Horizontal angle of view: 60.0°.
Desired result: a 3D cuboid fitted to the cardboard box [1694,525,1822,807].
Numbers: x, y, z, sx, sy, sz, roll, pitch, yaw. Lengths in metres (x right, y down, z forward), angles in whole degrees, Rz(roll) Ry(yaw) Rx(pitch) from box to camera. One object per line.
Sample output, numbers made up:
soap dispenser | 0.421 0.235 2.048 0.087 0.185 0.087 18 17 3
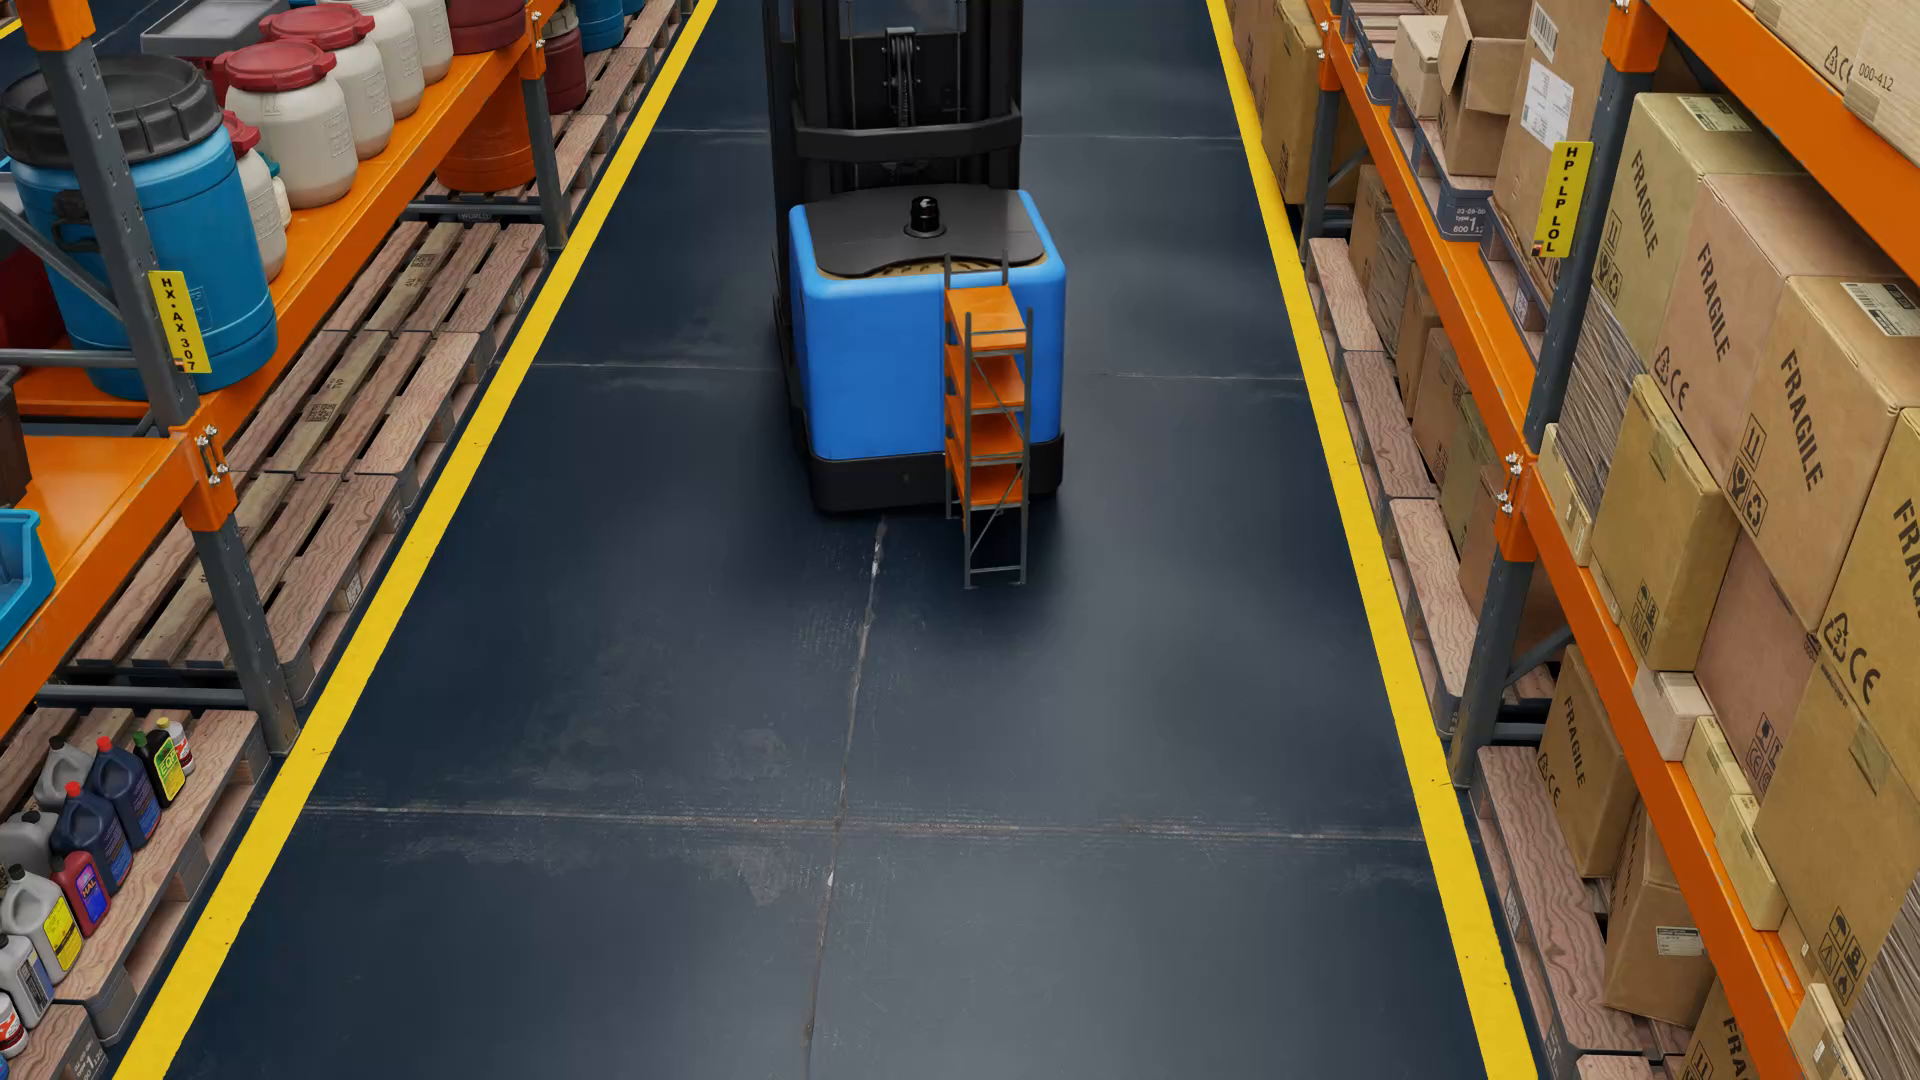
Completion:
cardboard box | 2.098 0.254 3.435 0.875 0.500 0.500 1 35 2

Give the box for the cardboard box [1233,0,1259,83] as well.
cardboard box | 2.433 -3.434 10.510 1.225 0.875 0.875 0 35 0

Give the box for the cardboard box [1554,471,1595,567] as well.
cardboard box | 1.821 -0.054 4.437 0.380 0.149 0.250 1 35 2

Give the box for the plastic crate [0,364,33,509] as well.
plastic crate | -2.944 -0.208 4.491 0.767 0.338 0.504 1 35 2

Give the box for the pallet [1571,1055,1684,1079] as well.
pallet | 2.115 1.813 3.986 1.003 0.211 1.213 1 35 2

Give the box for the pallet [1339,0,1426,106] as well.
pallet | 2.391 -2.225 7.474 1.213 0.211 1.003 1 35 2

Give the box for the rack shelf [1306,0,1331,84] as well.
rack shelf | 2.394 -3.570 9.846 1.077 0.370 4.000 1 35 2

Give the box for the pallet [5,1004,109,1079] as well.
pallet | -2.911 1.697 4.152 1.003 0.211 1.213 1 35 2

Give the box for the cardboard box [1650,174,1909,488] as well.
cardboard box | 1.862 -0.449 3.565 0.500 0.500 0.500 1 35 2

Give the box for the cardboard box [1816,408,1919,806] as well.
cardboard box | 1.832 0.126 2.747 0.500 0.500 0.500 1 35 2

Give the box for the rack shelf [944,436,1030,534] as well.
rack shelf | 0.099 -0.231 6.497 0.258 0.148 0.480 -5 35 -7

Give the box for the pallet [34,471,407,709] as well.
pallet | -2.803 0.157 6.342 1.003 0.211 1.213 1 35 2

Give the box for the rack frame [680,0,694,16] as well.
rack frame | -2.475 -5.128 11.437 1.000 3.000 0.127 1 35 2

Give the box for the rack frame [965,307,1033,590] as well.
rack frame | 0.137 -0.310 6.147 0.240 1.200 0.015 -5 35 -7

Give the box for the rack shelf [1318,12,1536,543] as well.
rack shelf | 2.233 -1.272 6.576 1.077 0.370 4.000 1 35 2

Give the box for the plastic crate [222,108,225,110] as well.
plastic crate | -3.008 -1.452 6.391 0.450 0.188 0.662 1 35 2

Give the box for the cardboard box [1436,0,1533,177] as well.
cardboard box | 2.130 -1.629 6.004 0.797 0.503 0.637 5 35 7

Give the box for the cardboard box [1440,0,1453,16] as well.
cardboard box | 2.409 -2.294 6.953 0.700 0.500 0.500 6 36 9

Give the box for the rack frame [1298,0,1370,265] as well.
rack frame | 2.313 -2.715 8.005 1.000 3.000 0.127 1 35 2

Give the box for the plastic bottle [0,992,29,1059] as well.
plastic bottle | -2.543 1.268 4.388 0.097 0.201 0.097 0 35 0

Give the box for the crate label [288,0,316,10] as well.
crate label | -2.946 -2.279 7.354 0.502 0.435 0.616 1 35 2

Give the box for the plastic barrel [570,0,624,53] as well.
plastic barrel | -2.542 -3.722 10.897 0.600 0.901 0.708 1 35 2

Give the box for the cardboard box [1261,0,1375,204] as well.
cardboard box | 2.362 -2.414 9.058 1.225 0.875 0.875 0 35 0

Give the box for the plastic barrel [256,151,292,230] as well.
plastic barrel | -2.590 -1.232 6.014 0.301 0.262 0.301 0 35 0

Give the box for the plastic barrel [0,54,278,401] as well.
plastic barrel | -2.478 -0.951 5.059 0.600 0.901 0.708 1 35 2

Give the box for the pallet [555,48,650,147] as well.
pallet | -2.594 -2.842 10.610 1.003 0.211 1.213 1 35 2

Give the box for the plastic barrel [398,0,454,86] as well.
plastic barrel | -2.463 -2.279 7.287 0.421 0.512 0.421 0 35 0

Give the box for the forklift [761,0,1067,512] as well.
forklift | -0.320 -2.155 7.267 1.130 2.935 3.031 -5 35 -8

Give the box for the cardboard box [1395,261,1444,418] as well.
cardboard box | 2.281 -0.842 7.131 0.700 0.500 0.500 4 35 6

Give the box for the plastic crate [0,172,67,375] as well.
plastic crate | -3.083 -0.843 5.285 0.402 0.464 0.583 1 35 2

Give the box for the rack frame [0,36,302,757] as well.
rack frame | -2.796 -0.531 4.897 1.000 3.000 0.127 1 35 2

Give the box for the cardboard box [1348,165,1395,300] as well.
cardboard box | 2.306 -1.487 8.049 0.700 0.500 0.500 0 35 -1

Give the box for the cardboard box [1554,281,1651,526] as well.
cardboard box | 2.073 -0.323 4.255 0.875 0.500 0.500 1 35 2

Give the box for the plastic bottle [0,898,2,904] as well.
plastic bottle | -2.658 1.085 4.577 0.061 0.283 0.133 1 35 2

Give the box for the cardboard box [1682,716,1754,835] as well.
cardboard box | 1.818 0.521 3.618 0.380 0.149 0.250 1 35 2

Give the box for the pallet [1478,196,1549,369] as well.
pallet | 2.329 -0.774 5.410 1.003 0.211 1.213 1 35 2

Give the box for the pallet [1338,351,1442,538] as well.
pallet | 2.229 -0.426 7.173 1.003 0.211 1.213 1 35 2

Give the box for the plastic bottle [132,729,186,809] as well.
plastic bottle | -2.486 0.684 5.148 0.061 0.283 0.133 3 35 4

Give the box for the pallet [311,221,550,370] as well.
pallet | -2.705 -1.244 8.337 1.003 0.211 1.213 1 35 2

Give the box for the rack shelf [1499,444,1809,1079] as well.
rack shelf | 2.072 1.026 3.307 1.077 0.370 4.000 1 35 2

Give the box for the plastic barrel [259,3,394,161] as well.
plastic barrel | -2.492 -1.802 6.587 0.433 0.535 0.433 0 35 0

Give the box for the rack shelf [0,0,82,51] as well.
rack shelf | -2.877 -0.315 2.607 1.077 0.370 4.000 1 35 2

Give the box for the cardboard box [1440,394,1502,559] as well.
cardboard box | 2.237 -0.200 6.217 0.700 0.500 0.500 1 35 2

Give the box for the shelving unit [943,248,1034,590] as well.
shelving unit | 0.099 -0.448 6.345 0.258 1.200 0.503 -5 35 -7

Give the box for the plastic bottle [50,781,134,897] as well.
plastic bottle | -2.542 0.859 4.840 0.144 0.351 0.185 0 35 0

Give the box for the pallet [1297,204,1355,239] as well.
pallet | 2.420 -2.025 9.448 1.003 0.211 1.213 1 35 2

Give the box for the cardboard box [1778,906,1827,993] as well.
cardboard box | 1.832 0.809 3.208 0.380 0.149 0.250 1 35 2

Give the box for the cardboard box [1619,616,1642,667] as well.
cardboard box | 1.838 0.234 4.027 0.380 0.149 0.250 1 35 2

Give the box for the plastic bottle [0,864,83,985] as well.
plastic bottle | -2.555 1.045 4.576 0.144 0.351 0.185 1 35 2

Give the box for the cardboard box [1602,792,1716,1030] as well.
cardboard box | 2.081 0.992 4.538 0.500 0.500 0.500 12 37 17

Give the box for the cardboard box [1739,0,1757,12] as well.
cardboard box | 1.879 -1.330 3.556 0.500 0.250 0.500 0 35 0

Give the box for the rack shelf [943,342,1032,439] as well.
rack shelf | 0.099 -0.576 6.255 0.258 0.148 0.480 -5 35 -7

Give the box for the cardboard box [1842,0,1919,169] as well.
cardboard box | 1.832 -0.741 2.717 0.500 0.250 0.500 0 35 0

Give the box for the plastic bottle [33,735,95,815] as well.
plastic bottle | -2.678 0.746 5.001 0.144 0.351 0.185 1 35 2

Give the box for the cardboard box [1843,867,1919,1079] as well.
cardboard box | 2.005 0.827 2.619 0.875 0.500 0.500 1 35 2

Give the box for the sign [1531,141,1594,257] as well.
sign | 1.598 -0.901 4.417 0.100 0.325 0.005 1 35 2

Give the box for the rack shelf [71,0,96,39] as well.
rack shelf | -2.716 -2.613 5.877 1.077 0.370 4.000 1 35 2

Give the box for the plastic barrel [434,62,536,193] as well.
plastic barrel | -2.633 -2.395 9.071 0.600 0.830 0.708 1 35 2
